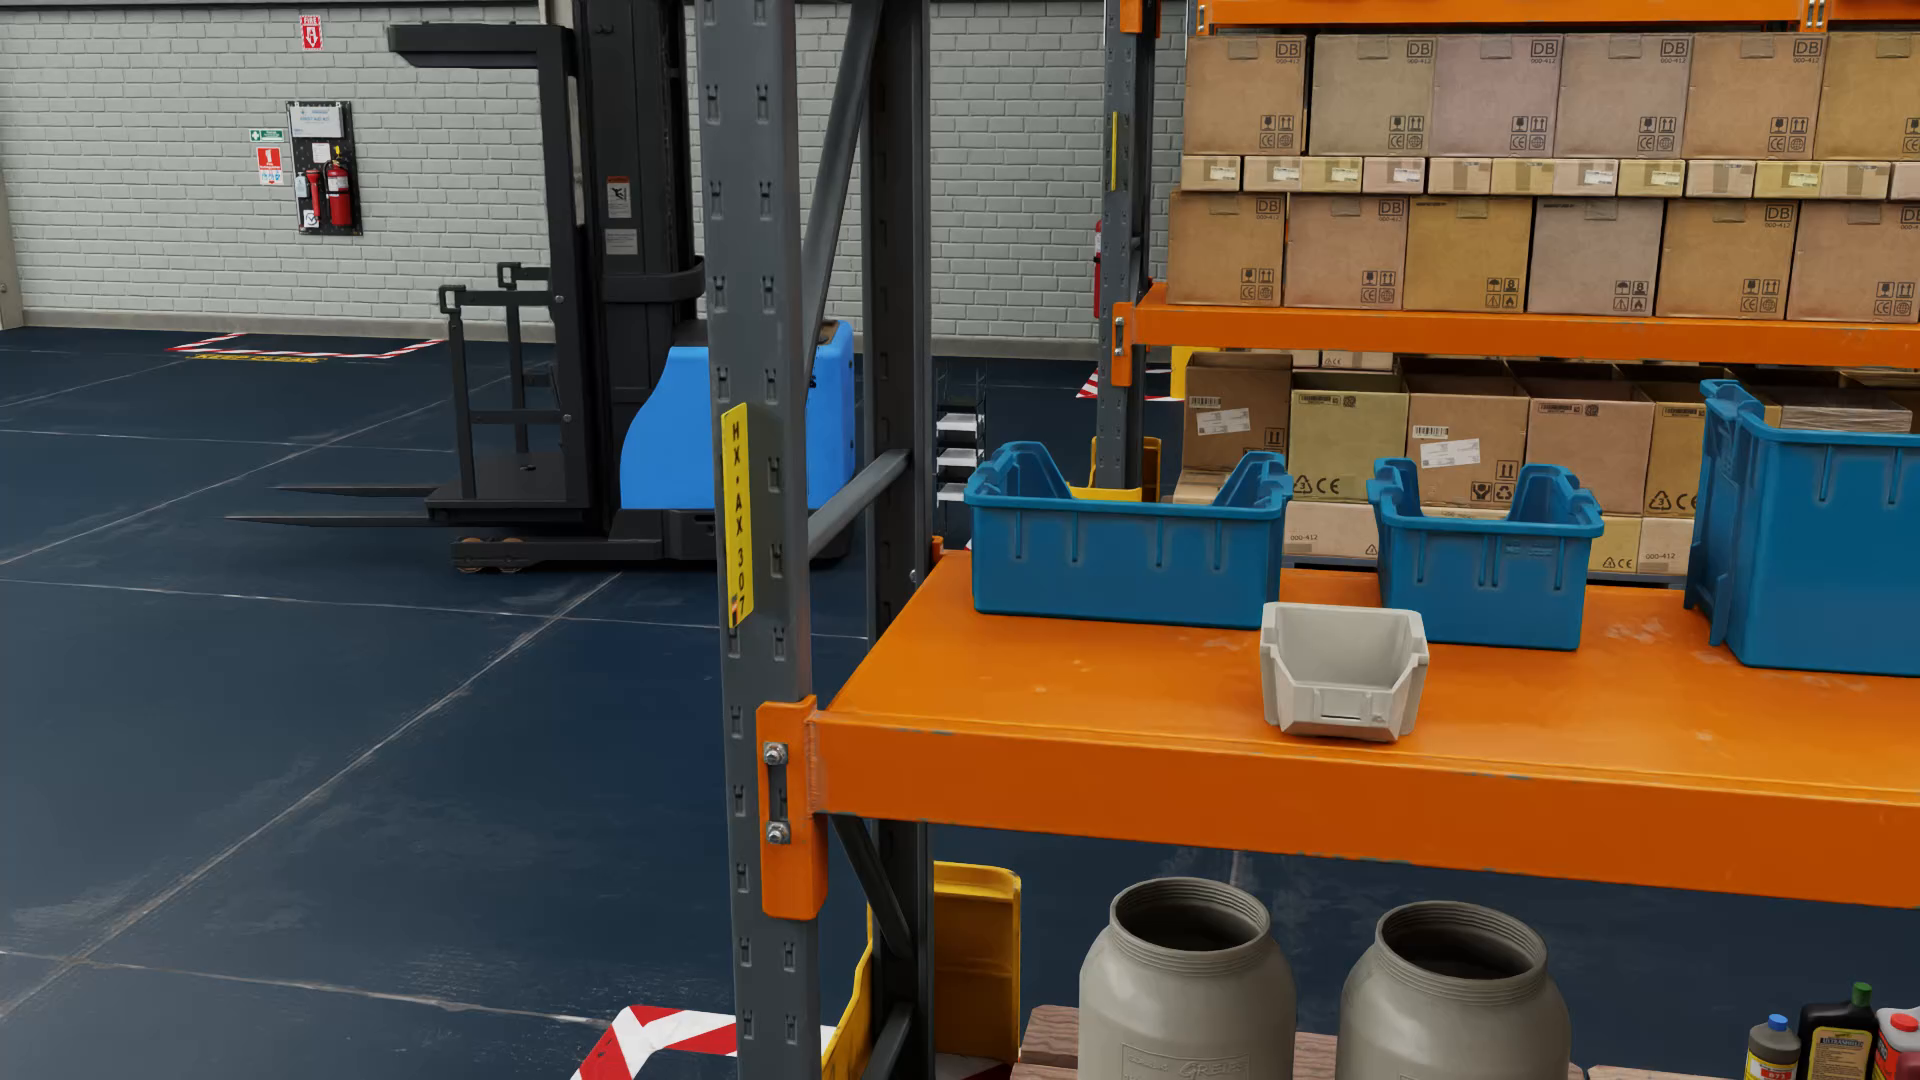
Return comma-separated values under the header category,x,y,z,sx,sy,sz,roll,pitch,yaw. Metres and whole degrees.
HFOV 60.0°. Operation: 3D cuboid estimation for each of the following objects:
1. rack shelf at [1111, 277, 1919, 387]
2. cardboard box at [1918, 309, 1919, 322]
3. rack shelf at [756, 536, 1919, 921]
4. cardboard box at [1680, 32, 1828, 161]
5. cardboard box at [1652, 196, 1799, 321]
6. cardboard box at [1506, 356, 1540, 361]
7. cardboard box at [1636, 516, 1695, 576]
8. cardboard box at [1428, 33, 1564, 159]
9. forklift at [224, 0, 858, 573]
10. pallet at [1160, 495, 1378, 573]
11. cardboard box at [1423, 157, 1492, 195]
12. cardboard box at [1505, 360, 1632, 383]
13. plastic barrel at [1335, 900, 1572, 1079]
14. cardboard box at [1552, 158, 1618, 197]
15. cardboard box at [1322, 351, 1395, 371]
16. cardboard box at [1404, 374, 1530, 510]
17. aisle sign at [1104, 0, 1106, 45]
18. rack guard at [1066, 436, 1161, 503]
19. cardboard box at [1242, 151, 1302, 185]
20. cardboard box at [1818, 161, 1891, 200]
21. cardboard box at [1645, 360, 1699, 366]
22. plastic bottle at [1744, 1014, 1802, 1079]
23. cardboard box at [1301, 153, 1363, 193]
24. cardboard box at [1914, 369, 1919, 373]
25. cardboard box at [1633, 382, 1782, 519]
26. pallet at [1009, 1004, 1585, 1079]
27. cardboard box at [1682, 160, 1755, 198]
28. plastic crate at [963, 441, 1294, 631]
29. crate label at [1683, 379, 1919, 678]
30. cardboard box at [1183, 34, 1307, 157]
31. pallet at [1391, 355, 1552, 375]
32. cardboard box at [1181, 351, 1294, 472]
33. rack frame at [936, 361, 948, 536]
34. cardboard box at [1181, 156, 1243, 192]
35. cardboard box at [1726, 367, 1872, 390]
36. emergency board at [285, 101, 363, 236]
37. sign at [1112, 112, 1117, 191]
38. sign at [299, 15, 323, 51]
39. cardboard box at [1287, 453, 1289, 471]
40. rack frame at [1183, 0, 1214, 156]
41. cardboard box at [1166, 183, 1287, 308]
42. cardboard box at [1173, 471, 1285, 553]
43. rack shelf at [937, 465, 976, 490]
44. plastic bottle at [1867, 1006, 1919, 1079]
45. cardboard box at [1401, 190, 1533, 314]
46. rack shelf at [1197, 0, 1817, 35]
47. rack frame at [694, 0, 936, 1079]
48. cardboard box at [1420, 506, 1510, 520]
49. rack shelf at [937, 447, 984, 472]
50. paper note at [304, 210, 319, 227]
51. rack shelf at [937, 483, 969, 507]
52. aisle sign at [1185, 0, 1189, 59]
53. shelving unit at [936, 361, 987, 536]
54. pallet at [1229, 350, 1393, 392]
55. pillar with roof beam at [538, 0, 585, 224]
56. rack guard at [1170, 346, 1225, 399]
category,x,y,z,sx,sy,sz,roll,pitch,yaw
rack shelf,2.733,-0.889,7.431,4.000,0.370,1.077,3,16,11
cardboard box,4.256,-1.200,7.017,0.500,0.500,0.700,3,16,10
rack shelf,1.742,0.406,2.754,4.000,0.370,1.077,3,16,11
cardboard box,3.270,-1.878,7.036,0.500,0.500,0.700,3,16,11
cardboard box,3.247,-1.254,7.212,0.500,0.500,0.700,3,16,12
cardboard box,4.113,-1.354,12.277,0.250,0.149,0.380,2,16,7
cardboard box,3.214,-0.026,7.332,0.500,0.250,0.500,3,16,11
cardboard box,2.290,-1.932,7.228,0.500,0.500,0.700,3,16,11
forklift,-2.053,-1.396,8.041,3.031,2.935,1.130,0,15,0
pallet,1.530,0.031,7.984,1.213,0.211,1.003,3,16,11
cardboard box,2.126,-1.571,7.143,0.250,0.149,0.380,3,16,9
cardboard box,2.830,-0.554,7.832,0.500,0.500,0.500,3,16,11
plastic barrel,0.933,0.992,3.167,0.421,0.512,0.421,0,15,0
cardboard box,2.620,-1.544,7.044,0.250,0.149,0.380,3,16,12
cardboard box,2.975,-1.464,12.371,0.500,0.311,0.500,4,16,16
cardboard box,2.237,-0.445,7.439,0.500,0.500,0.500,3,16,11
aisle sign,0.647,-2.518,7.095,0.004,0.787,0.394,3,16,11
rack guard,0.749,-0.139,8.057,0.348,0.500,1.175,3,16,11
cardboard box,1.442,-1.719,7.676,0.250,0.149,0.380,4,16,12
cardboard box,3.627,-1.489,6.847,0.250,0.149,0.380,3,16,11
cardboard box,5.146,-1.293,12.023,0.250,0.166,0.380,1,16,4
plastic bottle,1.669,1.073,3.418,0.097,0.201,0.097,0,15,0
cardboard box,1.618,-1.599,7.243,0.250,0.149,0.380,3,16,11
cardboard box,6.917,-1.384,11.727,0.500,0.500,0.700,3,16,10
cardboard box,3.216,-0.391,7.244,0.500,0.500,0.500,3,16,11
pallet,0.661,1.333,3.283,1.213,0.211,1.003,3,16,11
cardboard box,3.139,-1.517,6.946,0.250,0.149,0.380,4,16,13
plastic crate,0.332,-0.027,3.248,0.616,0.251,0.499,3,16,11
crate label,1.640,-0.037,2.939,0.616,0.435,0.502,3,16,11
cardboard box,1.280,-1.985,7.420,0.500,0.500,0.700,3,16,11
pallet,3.812,-1.173,12.330,1.213,0.211,1.003,3,16,11
cardboard box,1.358,-0.630,8.108,0.500,0.500,0.500,3,16,11
rack frame,-0.092,-0.439,8.390,0.006,0.900,0.240,3,16,11
cardboard box,1.114,-1.626,7.340,0.250,0.149,0.380,3,16,11
cardboard box,3.809,-0.499,7.635,0.500,0.500,0.500,3,16,11
emergency board,-5.679,-3.288,14.743,0.643,1.169,0.194,3,16,11
sign,0.656,-1.653,7.070,0.005,0.325,0.100,3,16,11
sign,-5.667,-4.432,14.529,0.199,0.298,0.001,3,16,11
cardboard box,1.850,-0.245,8.121,0.500,0.250,0.500,3,16,11
rack frame,1.756,-2.638,12.398,0.127,3.000,1.000,3,16,11
cardboard box,1.228,-1.362,7.604,0.500,0.500,0.700,3,16,11
cardboard box,1.254,-0.133,7.717,0.500,0.250,0.500,3,16,11
rack shelf,0.008,-0.314,8.403,0.200,0.077,0.258,3,16,11
plastic bottle,1.911,1.057,3.334,0.135,0.276,0.152,3,16,12
cardboard box,2.229,-1.308,7.407,0.500,0.500,0.700,3,16,11
rack shelf,3.716,-3.631,11.709,4.000,0.370,1.077,3,16,11
rack frame,-0.218,-0.047,3.042,0.127,3.000,1.000,3,16,11
cardboard box,2.235,-0.080,7.528,0.500,0.250,0.500,3,16,11
rack shelf,0.008,-0.401,8.379,0.200,0.077,0.258,3,16,11
paper note,-5.839,-2.891,14.960,0.142,0.148,0.016,3,16,11
rack shelf,0.008,-0.228,8.427,0.200,0.077,0.258,3,16,11
aisle sign,1.626,-3.817,11.781,0.004,0.787,0.394,3,16,11
shelving unit,0.008,-0.433,8.370,0.210,0.900,0.258,3,16,11
pallet,2.620,-1.238,12.566,1.213,0.211,1.003,3,16,11
pillar with roof beam,-4.123,-4.912,9.366,0.400,9.000,9.100,3,16,11
rack guard,1.831,-1.430,12.717,0.348,0.500,1.175,3,16,11
